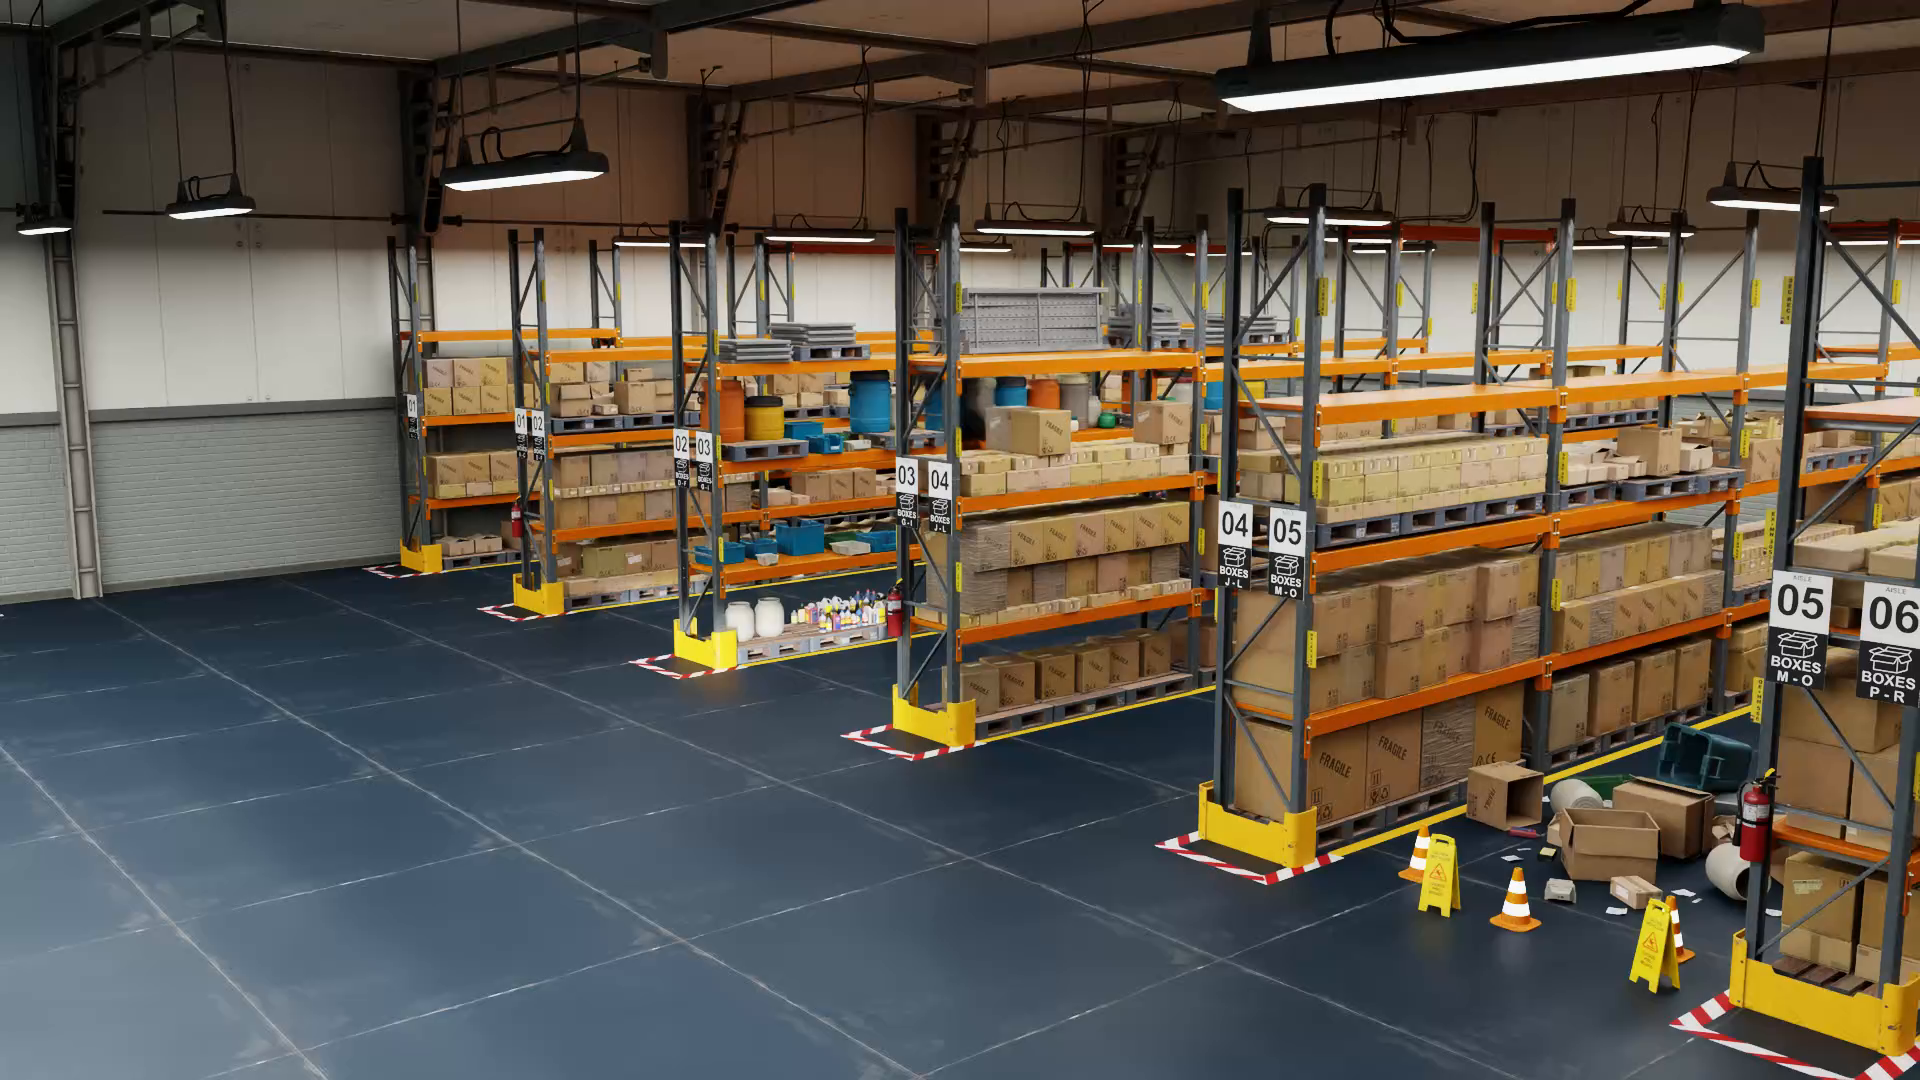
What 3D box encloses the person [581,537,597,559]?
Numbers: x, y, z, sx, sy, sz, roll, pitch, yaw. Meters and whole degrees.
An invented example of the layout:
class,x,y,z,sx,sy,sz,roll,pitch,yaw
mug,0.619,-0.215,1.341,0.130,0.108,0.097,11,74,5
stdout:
class,x,y,z,sx,sy,sz,roll,pitch,yaw
person,-6.510,-0.115,29.161,0.577,1.629,0.591,-7,11,-40
